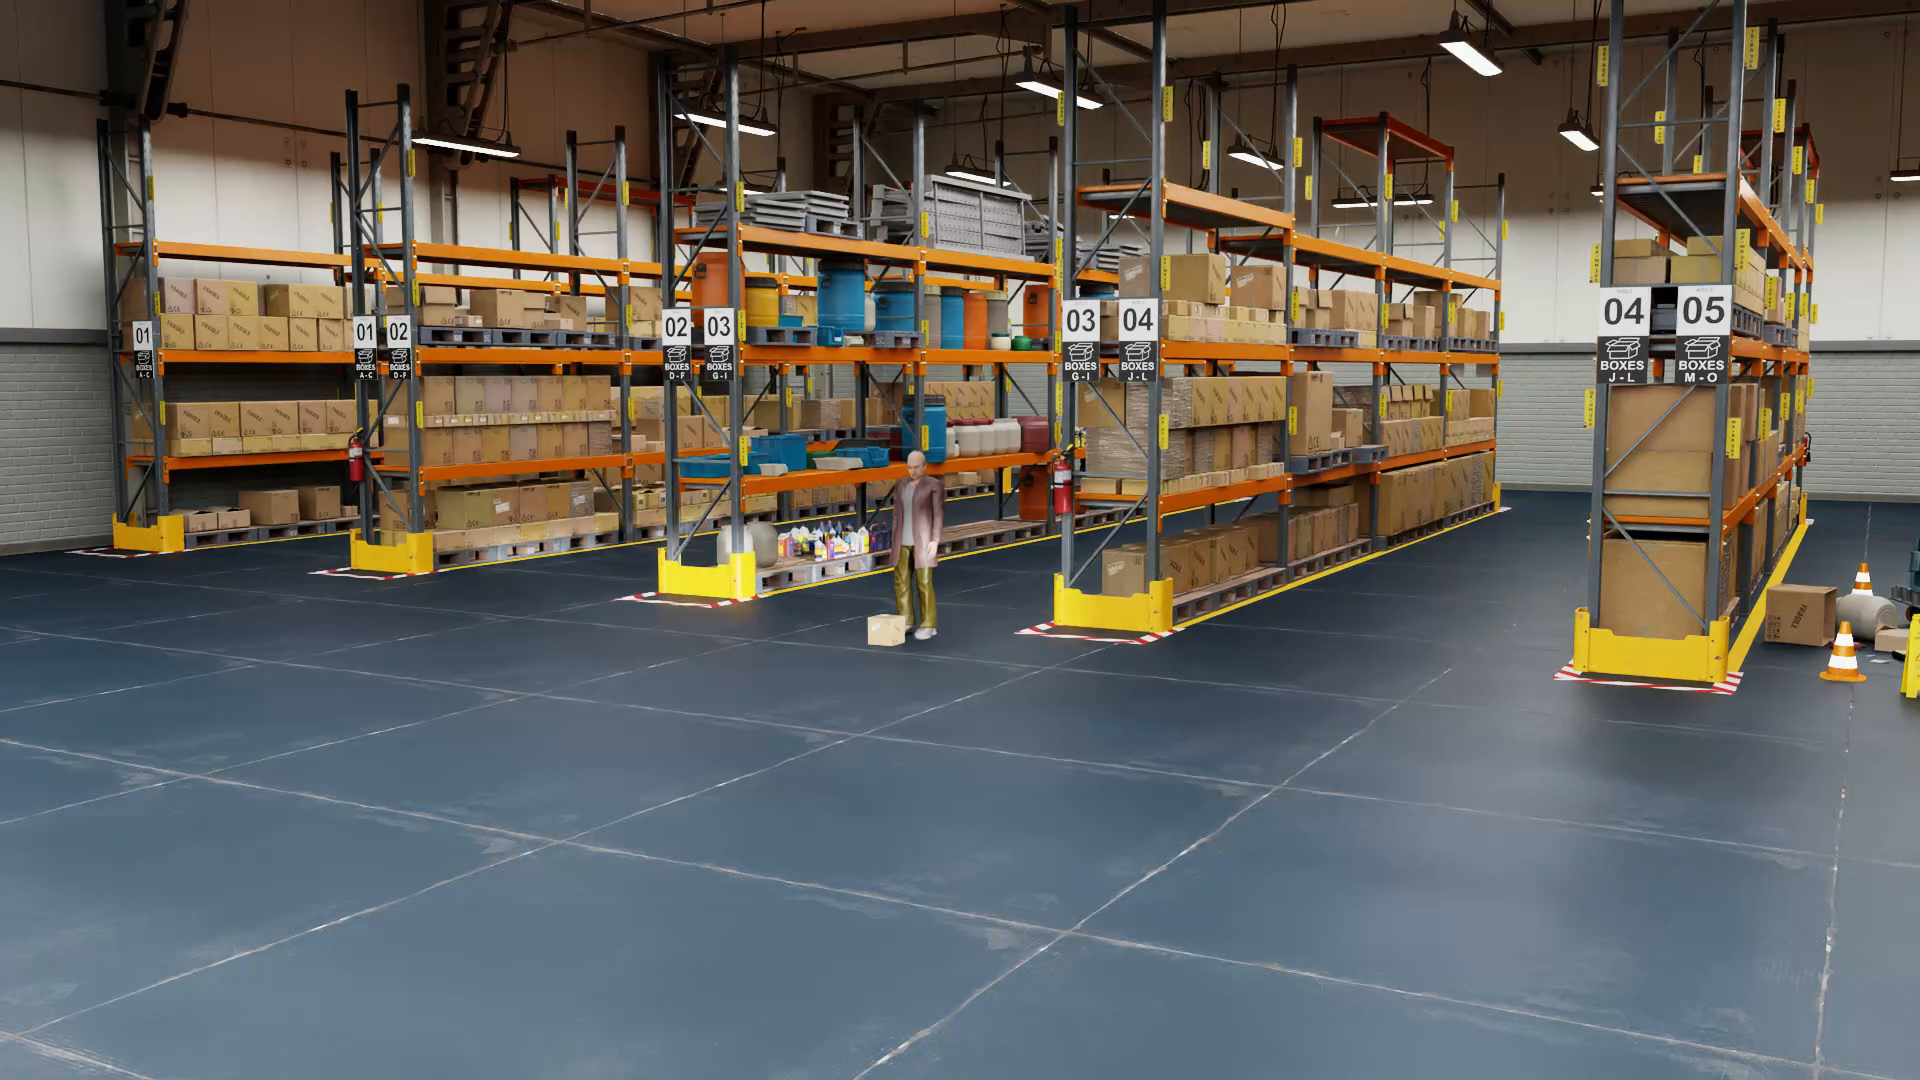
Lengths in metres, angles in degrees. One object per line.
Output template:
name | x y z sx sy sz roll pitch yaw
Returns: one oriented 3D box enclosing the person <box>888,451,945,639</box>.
person | -0.417 0.040 15.753 0.564 1.772 0.377 3 7 30
